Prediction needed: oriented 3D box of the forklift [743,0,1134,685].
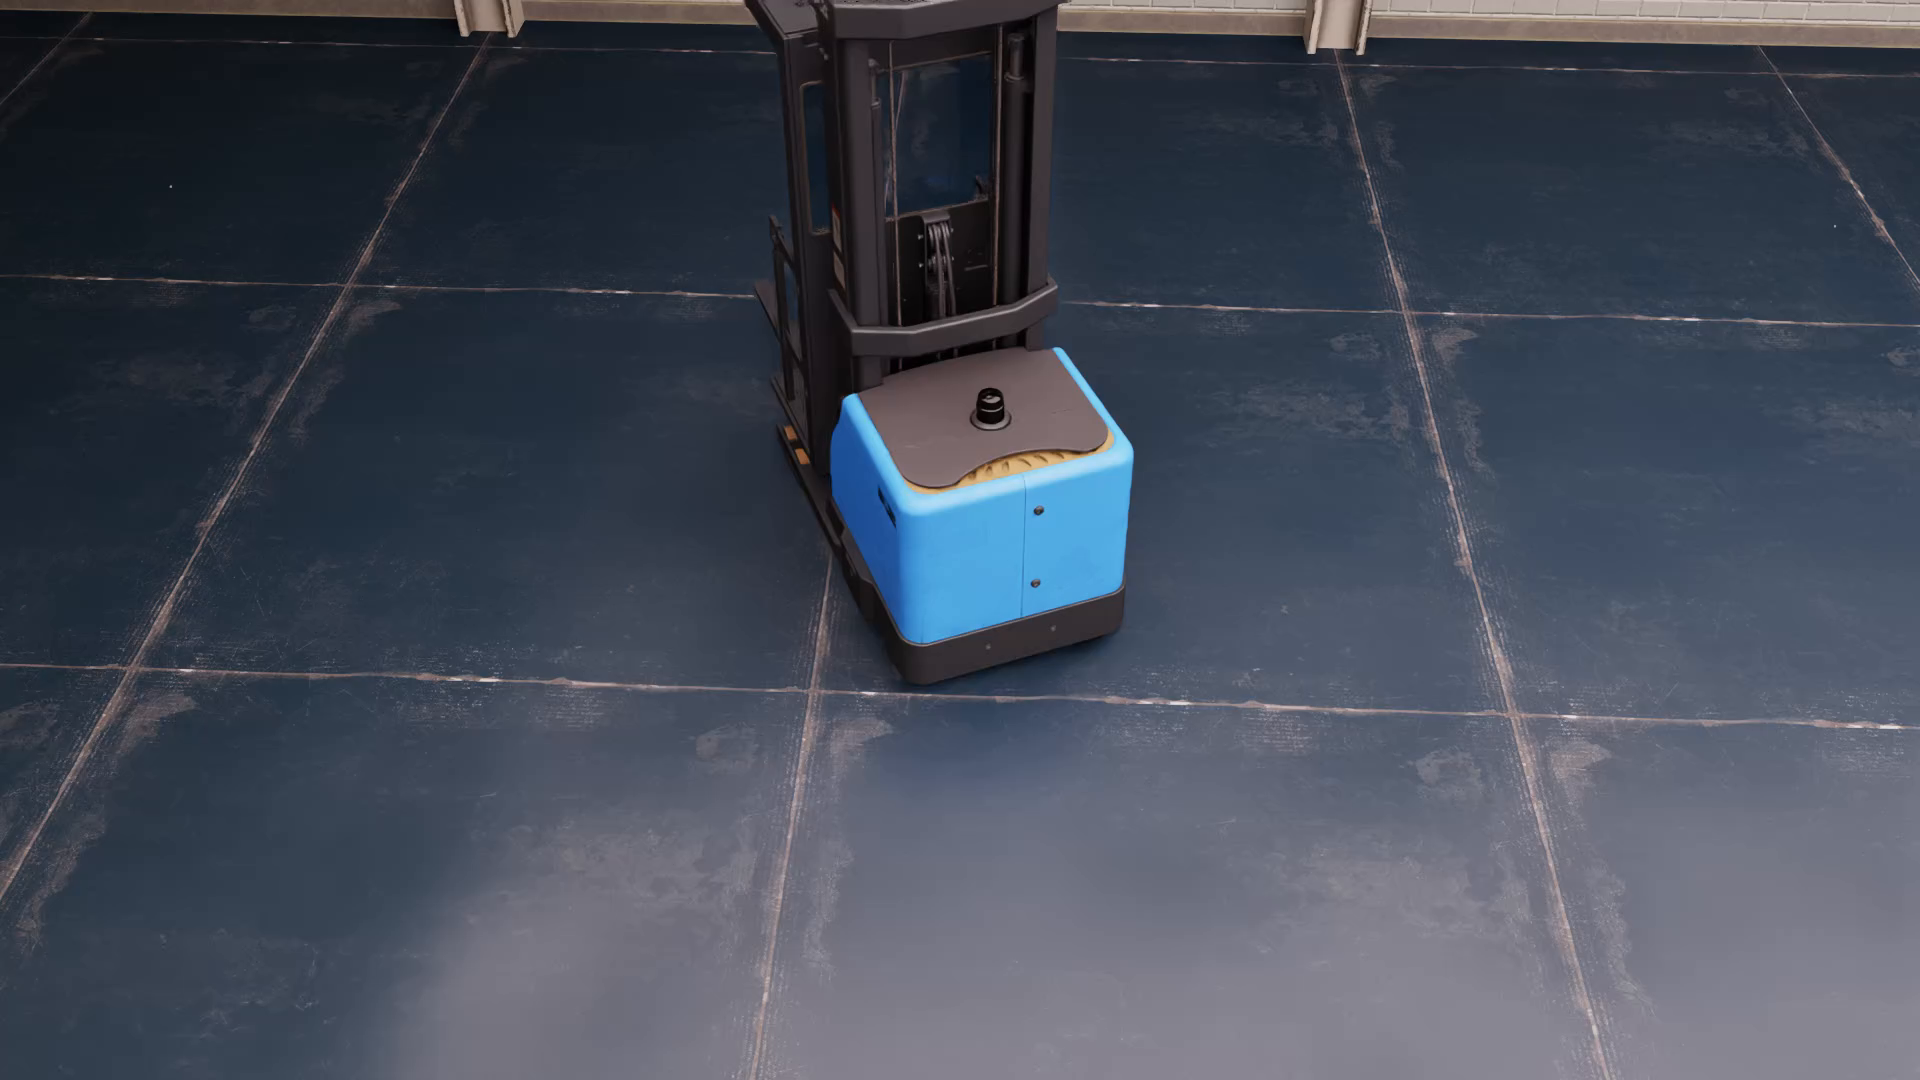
[{"bbox_3d":[-0.275,-1.468,7.350,1.130,2.935,3.031,-14,44,-15],"label":"forklift"}]
